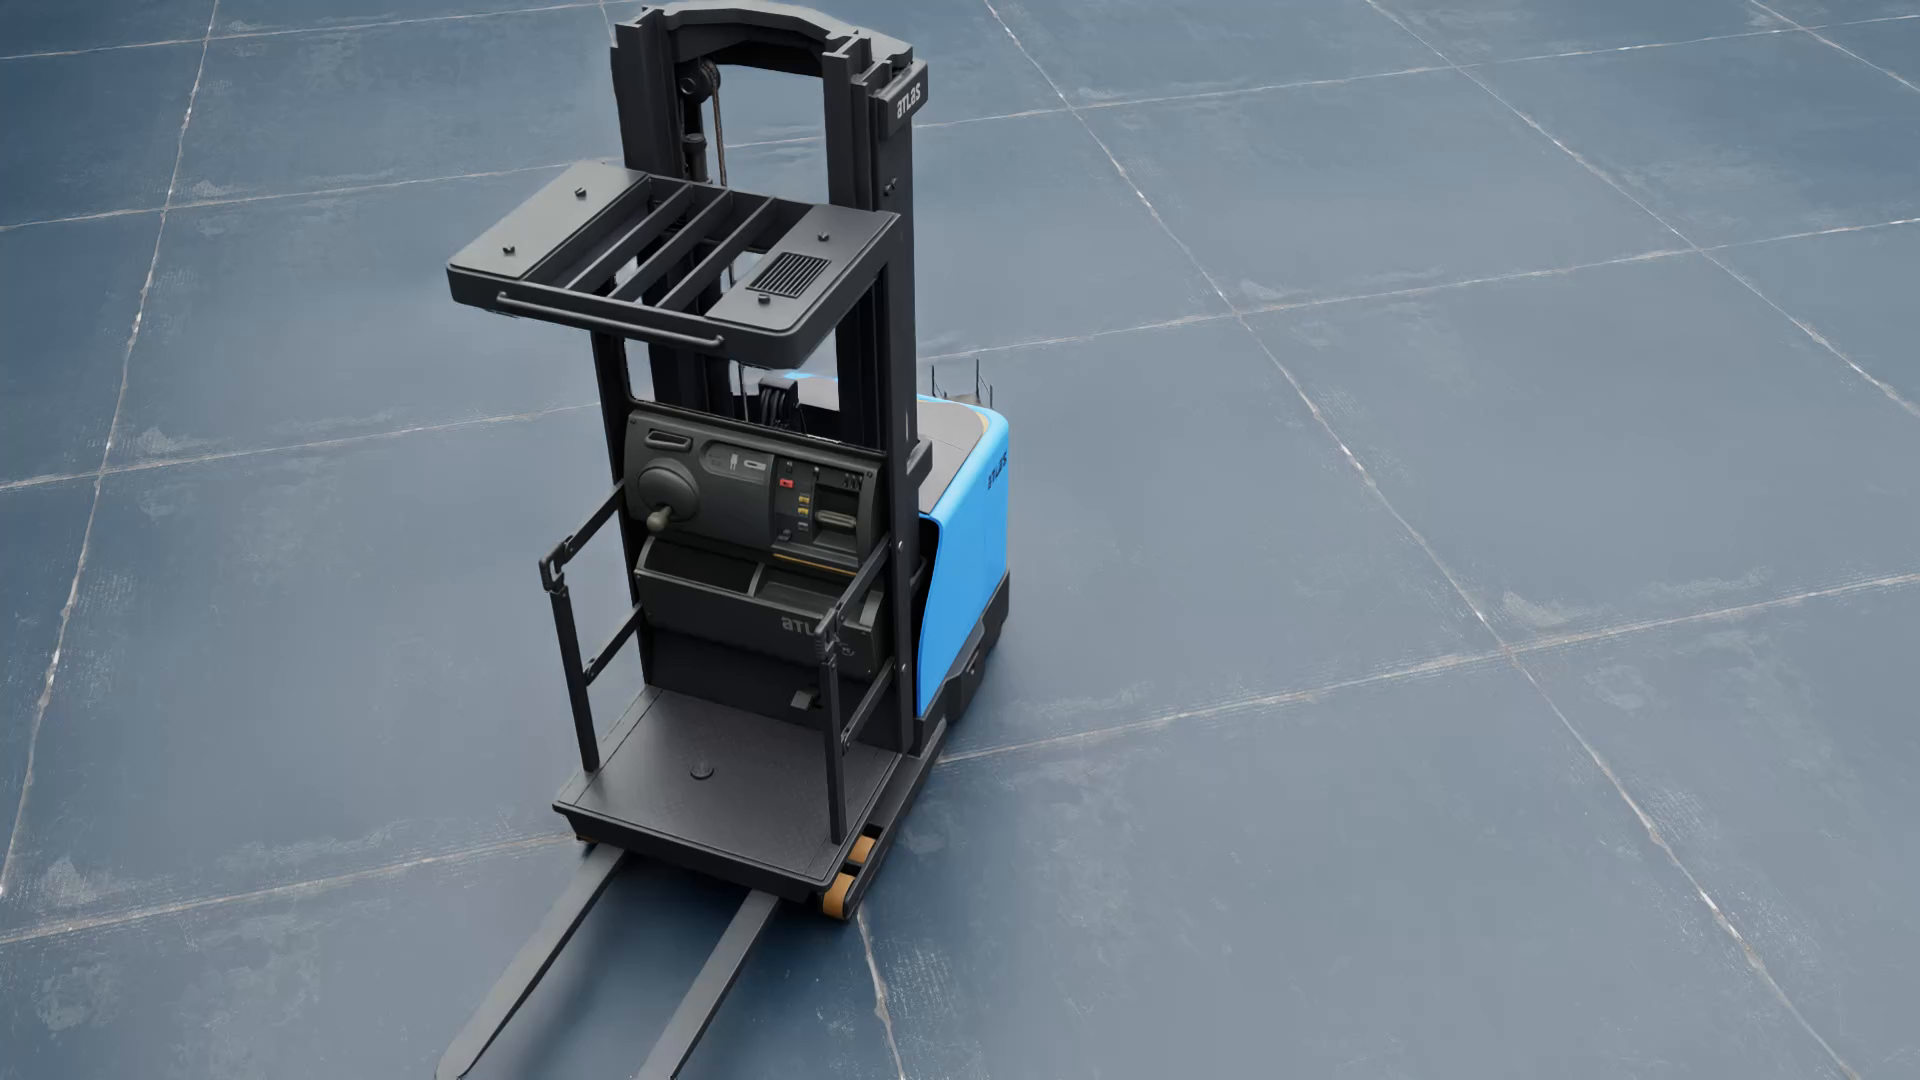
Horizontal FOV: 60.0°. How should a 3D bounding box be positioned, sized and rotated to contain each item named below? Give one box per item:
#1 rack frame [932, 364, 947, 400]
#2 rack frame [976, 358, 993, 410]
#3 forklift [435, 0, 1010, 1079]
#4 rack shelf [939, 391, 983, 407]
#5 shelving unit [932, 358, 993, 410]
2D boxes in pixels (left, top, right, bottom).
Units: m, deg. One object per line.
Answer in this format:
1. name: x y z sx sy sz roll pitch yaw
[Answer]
1. rack frame: -0.090 -0.343 7.457 0.006 0.900 0.240 -9 38 -12
2. rack frame: 0.106 -0.375 7.499 0.006 0.900 0.240 -9 38 -12
3. forklift: -0.789 -0.093 5.459 1.130 2.935 3.031 13 39 16
4. rack shelf: 0.008 -0.547 7.334 0.200 0.077 0.258 -9 38 -12
5. shelving unit: 0.008 -0.359 7.478 0.210 0.900 0.258 -9 38 -12
